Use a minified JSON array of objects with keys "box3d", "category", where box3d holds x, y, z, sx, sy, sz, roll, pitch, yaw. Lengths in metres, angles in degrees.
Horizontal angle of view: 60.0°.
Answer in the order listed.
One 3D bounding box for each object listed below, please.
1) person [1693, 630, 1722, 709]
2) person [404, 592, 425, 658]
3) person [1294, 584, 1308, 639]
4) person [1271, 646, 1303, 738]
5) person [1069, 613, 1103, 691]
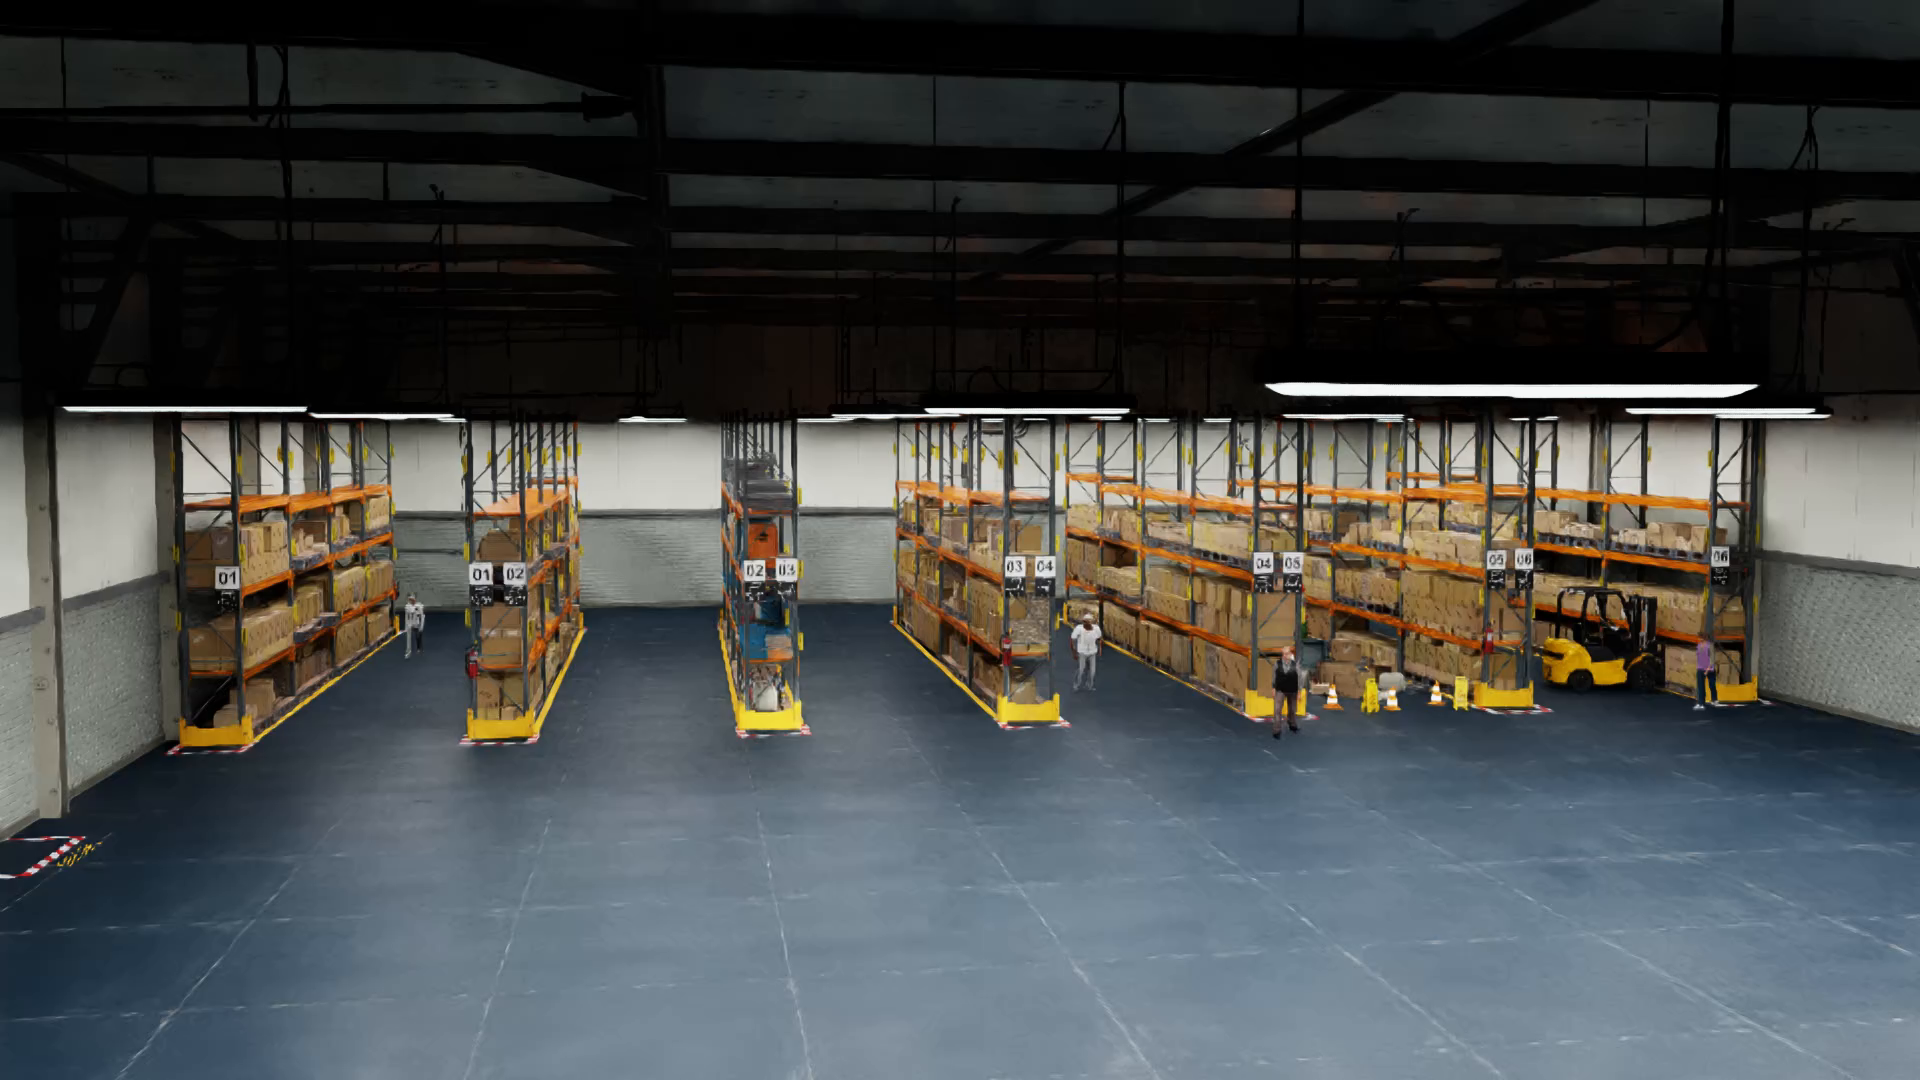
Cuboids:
[{"box3d":[15.051,2.597,33.485,0.639,1.586,0.444,-3,5,-36],"category":"person"},{"box3d":[-13.409,2.058,40.876,0.488,1.590,1.089,-1,4,-12],"category":"person"},{"box3d":[8.328,1.964,40.896,0.588,1.784,0.666,1,4,14],"category":"person"},{"box3d":[6.000,2.768,30.511,0.576,1.676,0.962,1,4,13],"category":"person"},{"box3d":[2.701,2.398,35.511,0.719,1.714,0.578,-1,4,-11],"category":"person"}]
